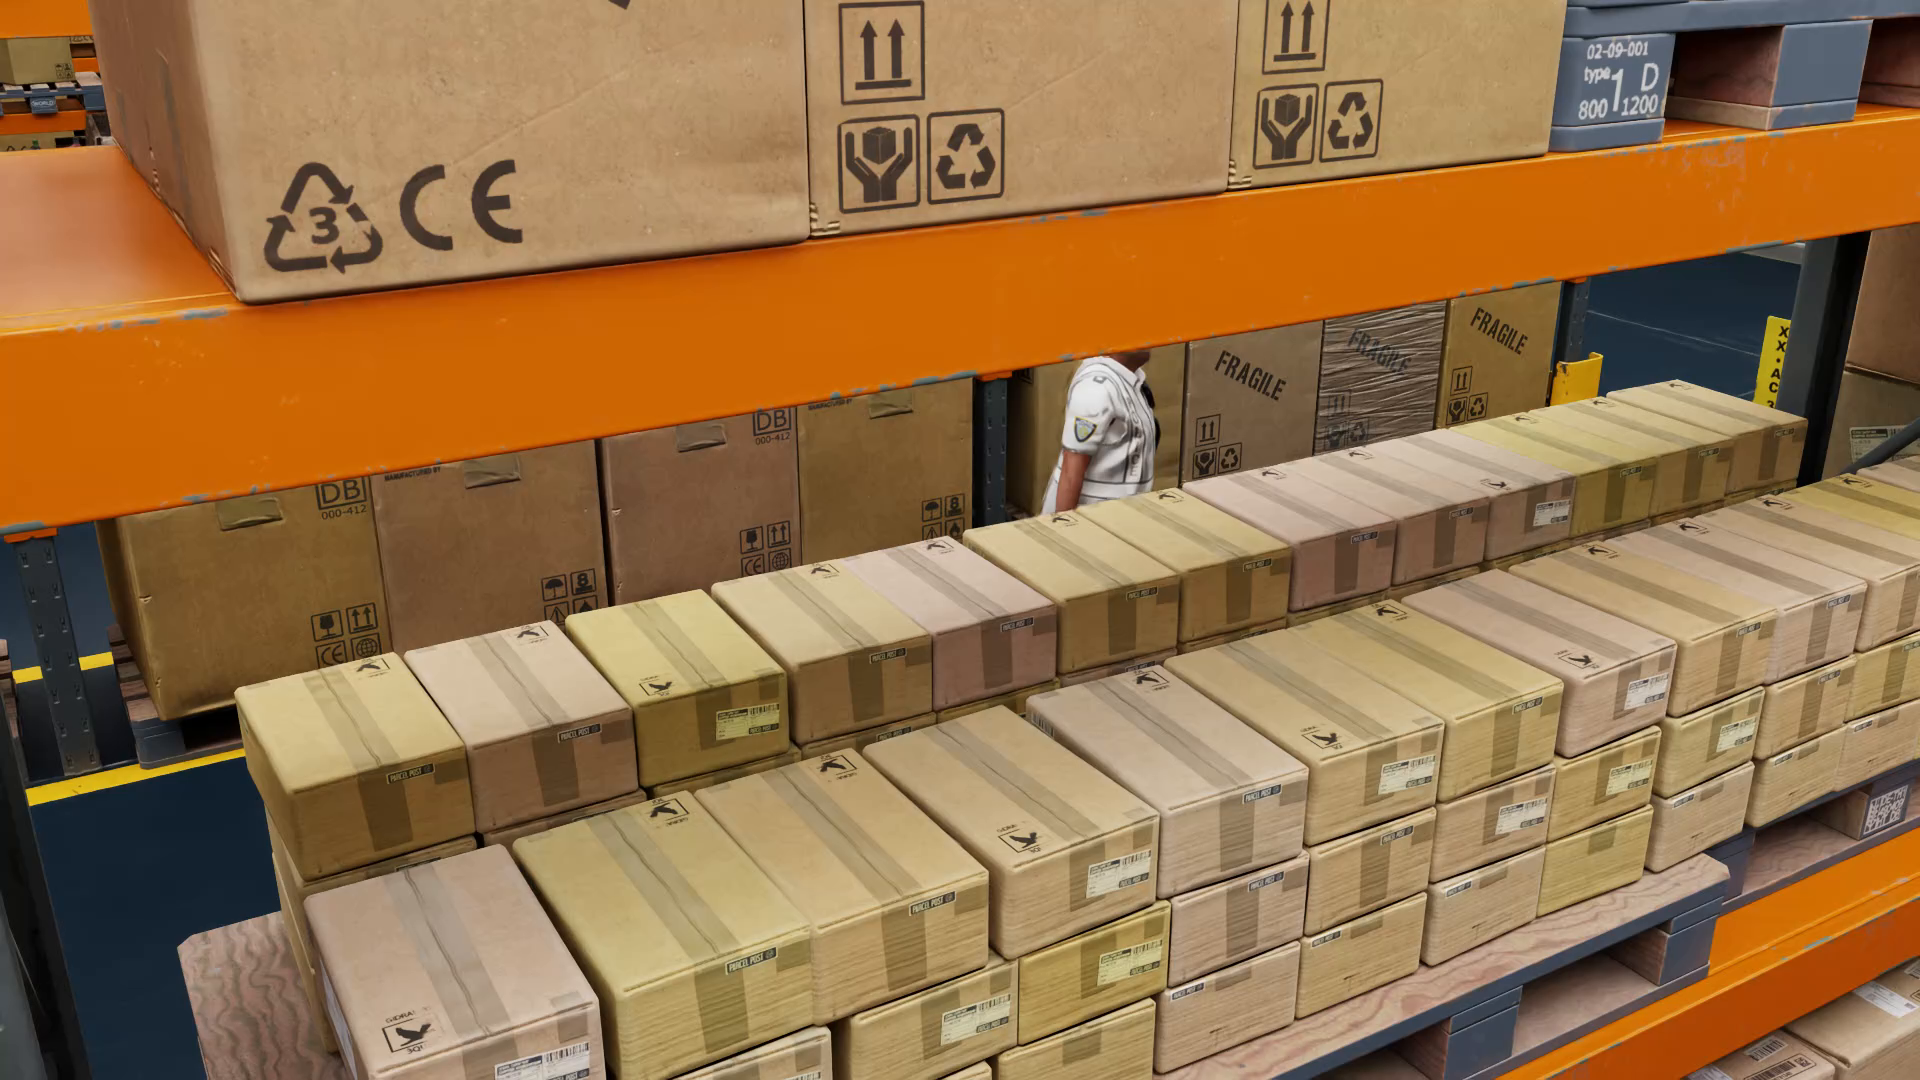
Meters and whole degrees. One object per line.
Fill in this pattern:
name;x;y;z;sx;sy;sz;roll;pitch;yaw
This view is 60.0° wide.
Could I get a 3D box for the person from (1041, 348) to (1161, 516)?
person;0.505;-0.078;6.221;0.480;1.748;0.573;3;22;8
